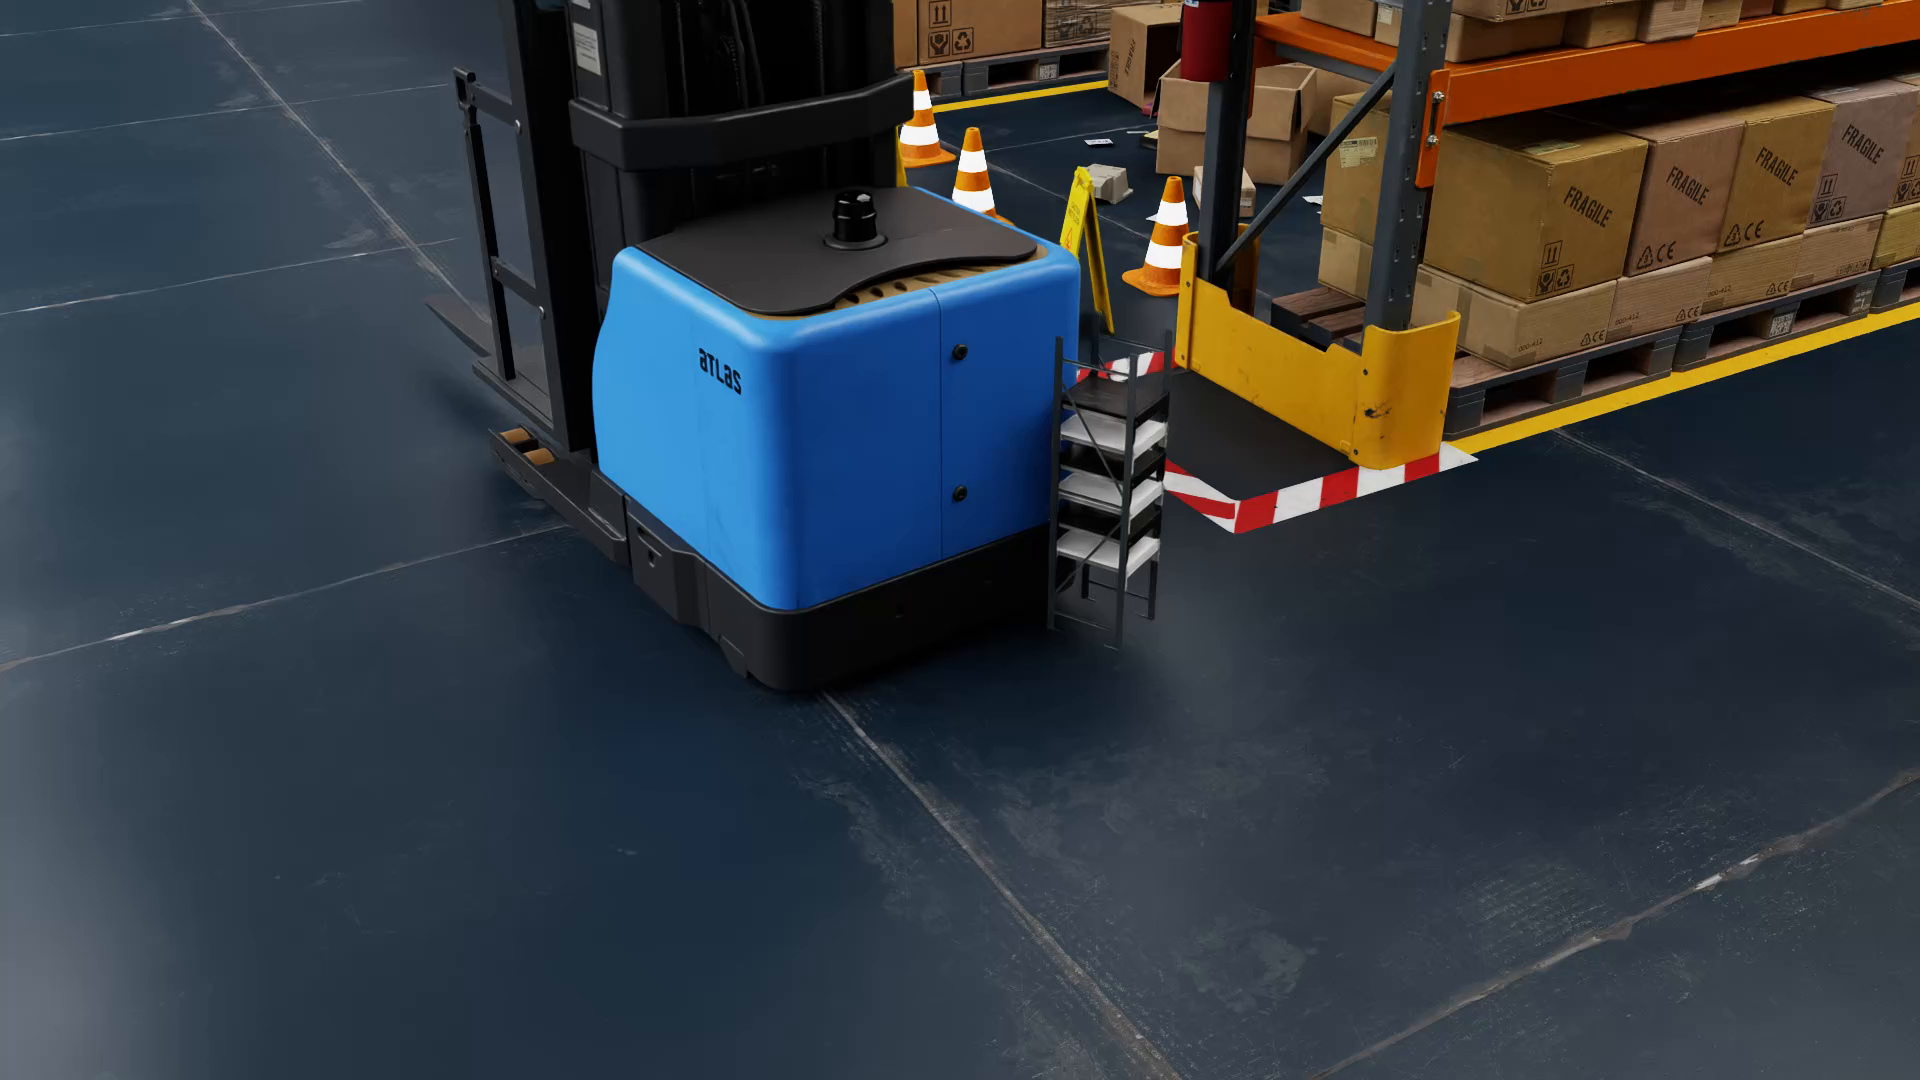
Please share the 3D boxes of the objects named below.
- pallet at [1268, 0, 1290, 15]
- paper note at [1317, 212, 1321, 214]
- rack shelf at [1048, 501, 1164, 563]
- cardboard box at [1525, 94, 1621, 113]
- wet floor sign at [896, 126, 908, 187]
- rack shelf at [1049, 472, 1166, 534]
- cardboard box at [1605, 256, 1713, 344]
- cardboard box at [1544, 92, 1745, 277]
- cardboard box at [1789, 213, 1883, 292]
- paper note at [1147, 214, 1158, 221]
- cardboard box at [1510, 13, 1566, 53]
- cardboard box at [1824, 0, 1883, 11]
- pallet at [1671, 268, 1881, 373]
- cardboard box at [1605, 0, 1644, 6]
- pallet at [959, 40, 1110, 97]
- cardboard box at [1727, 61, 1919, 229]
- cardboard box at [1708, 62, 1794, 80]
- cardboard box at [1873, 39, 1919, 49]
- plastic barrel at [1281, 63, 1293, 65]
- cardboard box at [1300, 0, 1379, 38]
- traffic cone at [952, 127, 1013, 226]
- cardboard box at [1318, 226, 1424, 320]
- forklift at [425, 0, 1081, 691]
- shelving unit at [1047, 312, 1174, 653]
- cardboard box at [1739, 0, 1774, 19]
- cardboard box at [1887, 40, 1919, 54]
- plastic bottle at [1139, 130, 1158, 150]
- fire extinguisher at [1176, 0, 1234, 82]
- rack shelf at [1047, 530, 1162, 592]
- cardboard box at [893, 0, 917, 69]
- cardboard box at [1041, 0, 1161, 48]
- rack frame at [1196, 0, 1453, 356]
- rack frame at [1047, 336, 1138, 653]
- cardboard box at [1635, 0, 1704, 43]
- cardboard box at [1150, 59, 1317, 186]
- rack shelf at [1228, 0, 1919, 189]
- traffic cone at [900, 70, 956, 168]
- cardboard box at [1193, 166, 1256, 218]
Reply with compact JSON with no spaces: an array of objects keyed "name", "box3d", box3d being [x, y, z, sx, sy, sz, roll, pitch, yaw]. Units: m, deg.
[{"name":"pallet","box3d":[2.677,-3.823,11.960,1.213,0.211,1.003,-16,33,-26]},{"name":"paper note","box3d":[1.811,-1.615,8.165,0.123,0.001,0.032,-16,33,-26]},{"name":"rack shelf","box3d":[0.408,-0.042,4.651,0.258,0.077,0.200,17,33,28]},{"name":"cardboard box","box3d":[2.203,-1.550,6.589,0.500,0.500,0.500,-15,32,-25]},{"name":"wet floor sign","box3d":[-0.420,-1.982,8.174,0.232,0.644,0.267,-22,36,-35]},{"name":"rack shelf","box3d":[0.408,-0.121,4.607,0.258,0.077,0.200,17,33,28]},{"name":"cardboard box","box3d":[2.476,-0.992,6.353,0.500,0.250,0.500,-15,32,-25]},{"name":"cardboard box","box3d":[2.501,-1.334,6.198,0.500,0.500,0.500,-17,33,-28]},{"name":"cardboard box","box3d":[3.377,-1.253,6.827,0.500,0.250,0.500,-15,32,-26]},{"name":"paper note","box3d":[1.003,-1.568,8.060,0.148,0.019,0.142,22,36,34]},{"name":"cardboard box","box3d":[1.805,-1.762,5.599,0.250,0.149,0.380,-15,32,-26]},{"name":"cardboard box","box3d":[3.209,-2.093,6.198,0.250,0.149,0.380,-16,32,-26]},{"name":"pallet","box3d":[3.031,-1.086,7.000,1.213,0.211,1.003,-16,33,-26]},{"name":"cardboard box","box3d":[2.190,-2.110,5.558,0.500,0.500,0.500,-15,32,-25]},{"name":"pallet","box3d":[0.302,-3.149,10.738,1.213,0.211,1.003,-16,33,-26]},{"name":"cardboard box","box3d":[3.394,-1.588,6.658,0.500,0.500,0.500,-14,32,-24]},{"name":"cardboard box","box3d":[3.096,-1.801,7.044,0.500,0.500,0.500,-14,32,-24]},{"name":"cardboard box","box3d":[4.000,-2.063,7.519,0.500,0.500,0.500,-14,32,-24]},{"name":"plastic barrel","box3d":[1.849,-2.779,9.848,0.421,0.421,0.512,5,29,8]},{"name":"cardboard box","box3d":[1.410,-1.878,5.809,0.250,0.149,0.380,-15,32,-25]},{"name":"traffic cone","box3d":[0.058,-1.719,7.885,0.334,0.463,0.336,-16,33,-26]},{"name":"cardboard box","box3d":[1.778,-1.103,6.556,0.500,0.250,0.500,-16,33,-27]},{"name":"forklift","box3d":[-0.934,-1.542,5.011,1.130,2.935,3.031,-19,34,-31]},{"name":"shelving unit","box3d":[0.408,-0.150,4.591,0.258,0.900,0.210,17,33,28]},{"name":"cardboard box","box3d":[2.720,-2.003,6.036,0.250,0.149,0.380,-15,32,-25]},{"name":"cardboard box","box3d":[4.271,-1.838,7.112,0.500,0.500,0.500,-16,33,-27]},{"name":"plastic bottle","box3d":[1.126,-2.232,9.231,0.133,0.061,0.283,22,36,34]},{"name":"fire extinguisher","box3d":[0.864,-1.938,5.737,0.183,0.674,0.296,-16,33,-26]},{"name":"rack shelf","box3d":[0.408,0.036,4.694,0.258,0.077,0.200,17,33,28]},{"name":"cardboard box","box3d":[-0.847,-3.292,9.875,0.875,0.875,0.875,-16,33,-26]},{"name":"cardboard box","box3d":[0.697,-3.731,10.670,0.875,0.875,0.875,-16,33,-26]},{"name":"rack frame","box3d":[1.196,-1.808,5.421,0.127,3.000,1.000,-16,33,-26]},{"name":"rack frame","box3d":[0.353,-0.109,4.516,0.240,0.900,0.006,17,33,28]},{"name":"cardboard box","box3d":[2.316,-1.836,5.733,0.250,0.149,0.380,-15,32,-26]},{"name":"cardboard box","box3d":[1.428,-2.199,8.714,0.797,0.503,0.637,10,30,17]},{"name":"rack shelf","box3d":[2.921,-1.982,6.482,4.000,0.370,1.077,-16,33,-26]},{"name":"traffic cone","box3d":[-0.221,-2.273,8.889,0.334,0.463,0.336,-16,33,-26]},{"name":"cardboard box","box3d":[1.302,-1.722,8.216,0.250,0.149,0.380,0,29,0]}]
